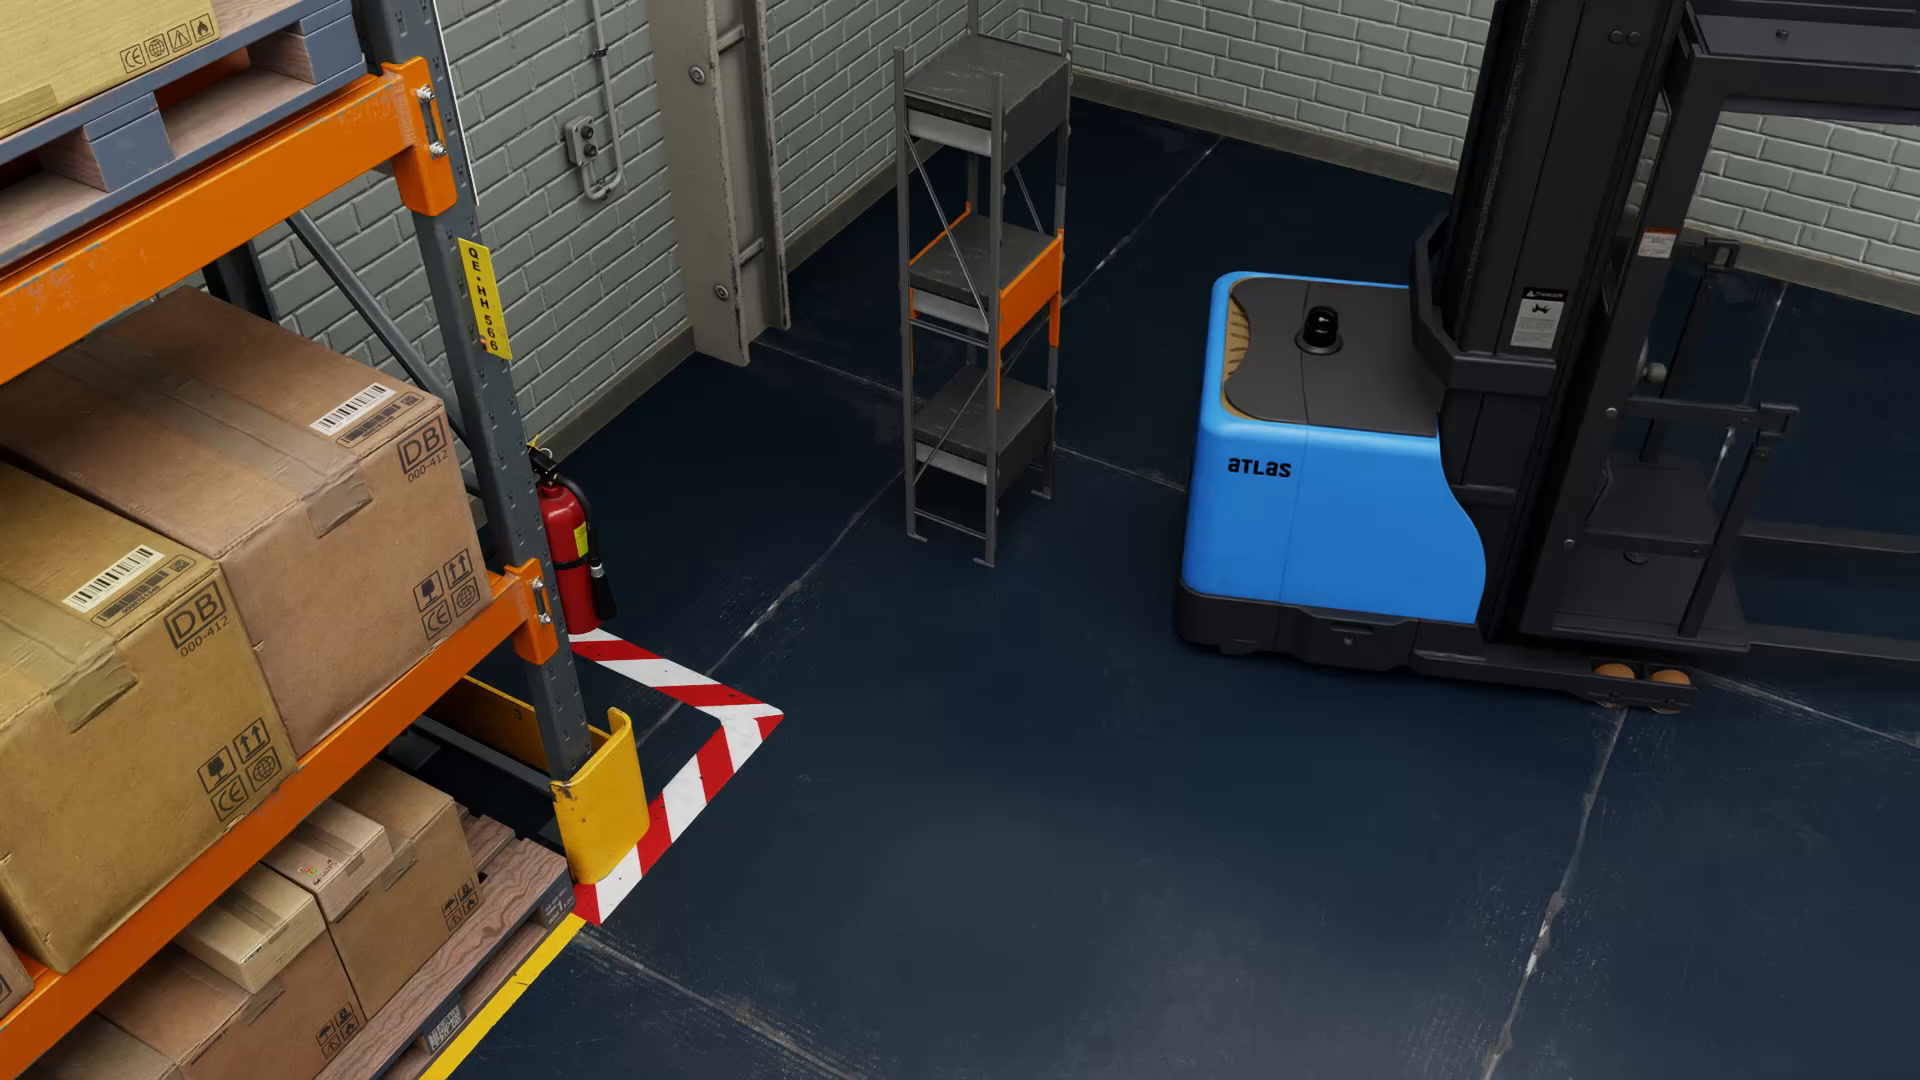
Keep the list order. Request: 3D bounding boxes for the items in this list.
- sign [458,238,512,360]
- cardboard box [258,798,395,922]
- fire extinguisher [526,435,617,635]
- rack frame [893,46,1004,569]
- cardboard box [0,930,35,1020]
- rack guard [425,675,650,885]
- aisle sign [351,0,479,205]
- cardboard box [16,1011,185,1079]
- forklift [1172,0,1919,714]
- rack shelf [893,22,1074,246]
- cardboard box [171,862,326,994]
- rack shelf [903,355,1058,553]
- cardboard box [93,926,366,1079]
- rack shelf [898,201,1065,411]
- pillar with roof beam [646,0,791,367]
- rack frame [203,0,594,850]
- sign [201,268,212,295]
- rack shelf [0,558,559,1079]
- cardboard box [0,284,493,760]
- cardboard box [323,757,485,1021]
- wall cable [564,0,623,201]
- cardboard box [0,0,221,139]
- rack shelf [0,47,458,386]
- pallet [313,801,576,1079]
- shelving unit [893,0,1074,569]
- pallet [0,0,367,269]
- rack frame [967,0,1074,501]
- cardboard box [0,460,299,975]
[{"bbox_3d":[-1.171,-0.590,4.095,0.100,0.325,0.005,21,45,22],"label":"sign"},{"bbox_3d":[-1.804,0.850,4.598,0.380,0.149,0.250,20,45,22],"label":"cardboard box"},{"bbox_3d":[-1.158,-0.019,4.843,0.296,0.674,0.183,21,45,22],"label":"fire extinguisher"},{"bbox_3d":[-0.039,-0.743,6.005,0.400,2.100,0.015,21,45,22],"label":"rack frame"},{"bbox_3d":[-2.624,0.781,3.366,0.980,0.700,0.700,19,45,20],"label":"cardboard box"},{"bbox_3d":[-1.621,0.670,5.611,1.175,0.500,0.348,21,45,22],"label":"rack guard"},{"bbox_3d":[-1.338,-1.172,3.844,0.394,0.787,0.004,21,45,22],"label":"aisle sign"},{"bbox_3d":[-2.399,1.534,4.312,0.700,0.500,0.500,19,45,21],"label":"cardboard box"},{"bbox_3d":[2.367,-0.849,5.497,3.031,2.935,1.130,6,42,7],"label":"forklift"},{"bbox_3d":[0.083,-1.398,5.710,0.431,0.518,0.480,21,45,22],"label":"rack shelf"},{"bbox_3d":[-1.931,0.997,4.432,0.380,0.149,0.250,22,46,23],"label":"cardboard box"},{"bbox_3d":[0.083,-0.347,6.635,0.431,0.518,0.480,21,45,22],"label":"rack shelf"},{"bbox_3d":[-2.148,1.246,4.639,0.700,0.500,0.500,21,45,22],"label":"cardboard box"},{"bbox_3d":[0.083,-0.872,6.173,0.431,0.518,0.480,21,45,22],"label":"rack shelf"},{"bbox_3d":[2.696,-2.913,3.249,9.100,9.000,0.400,21,45,22],"label":"pillar with roof beam"},{"bbox_3d":[-1.633,-0.254,4.769,1.000,3.000,0.127,21,45,22],"label":"rack frame"},{"bbox_3d":[-2.111,-0.796,4.669,0.100,0.325,0.005,21,45,22],"label":"sign"},{"bbox_3d":[-2.634,1.160,3.707,1.077,0.370,4.000,21,45,22],"label":"rack shelf"},{"bbox_3d":[-1.880,-0.072,4.335,0.980,0.700,0.700,23,46,24],"label":"cardboard box"},{"bbox_3d":[-1.897,0.960,4.964,0.700,0.500,0.500,21,45,22],"label":"cardboard box"},{"bbox_3d":[-1.812,-1.681,5.621,0.084,1.984,1.851,21,45,22],"label":"wall cable"},{"bbox_3d":[-1.770,-1.012,3.080,0.500,0.250,0.500,22,46,23],"label":"cardboard box"},{"bbox_3d":[-2.634,0.034,2.716,1.077,0.370,4.000,21,45,22],"label":"rack shelf"},{"bbox_3d":[-1.966,1.276,5.142,1.003,0.211,1.213,21,45,22],"label":"pallet"},{"bbox_3d":[0.083,-0.883,6.164,0.431,2.100,0.503,21,45,22],"label":"shelving unit"},{"bbox_3d":[-1.996,-0.919,3.321,1.003,0.211,1.213,21,45,22],"label":"pallet"},{"bbox_3d":[0.205,-1.022,6.322,0.400,2.100,0.015,21,45,22],"label":"rack frame"},{"bbox_3d":[-2.234,0.348,3.858,0.980,0.700,0.700,21,45,22],"label":"cardboard box"}]
